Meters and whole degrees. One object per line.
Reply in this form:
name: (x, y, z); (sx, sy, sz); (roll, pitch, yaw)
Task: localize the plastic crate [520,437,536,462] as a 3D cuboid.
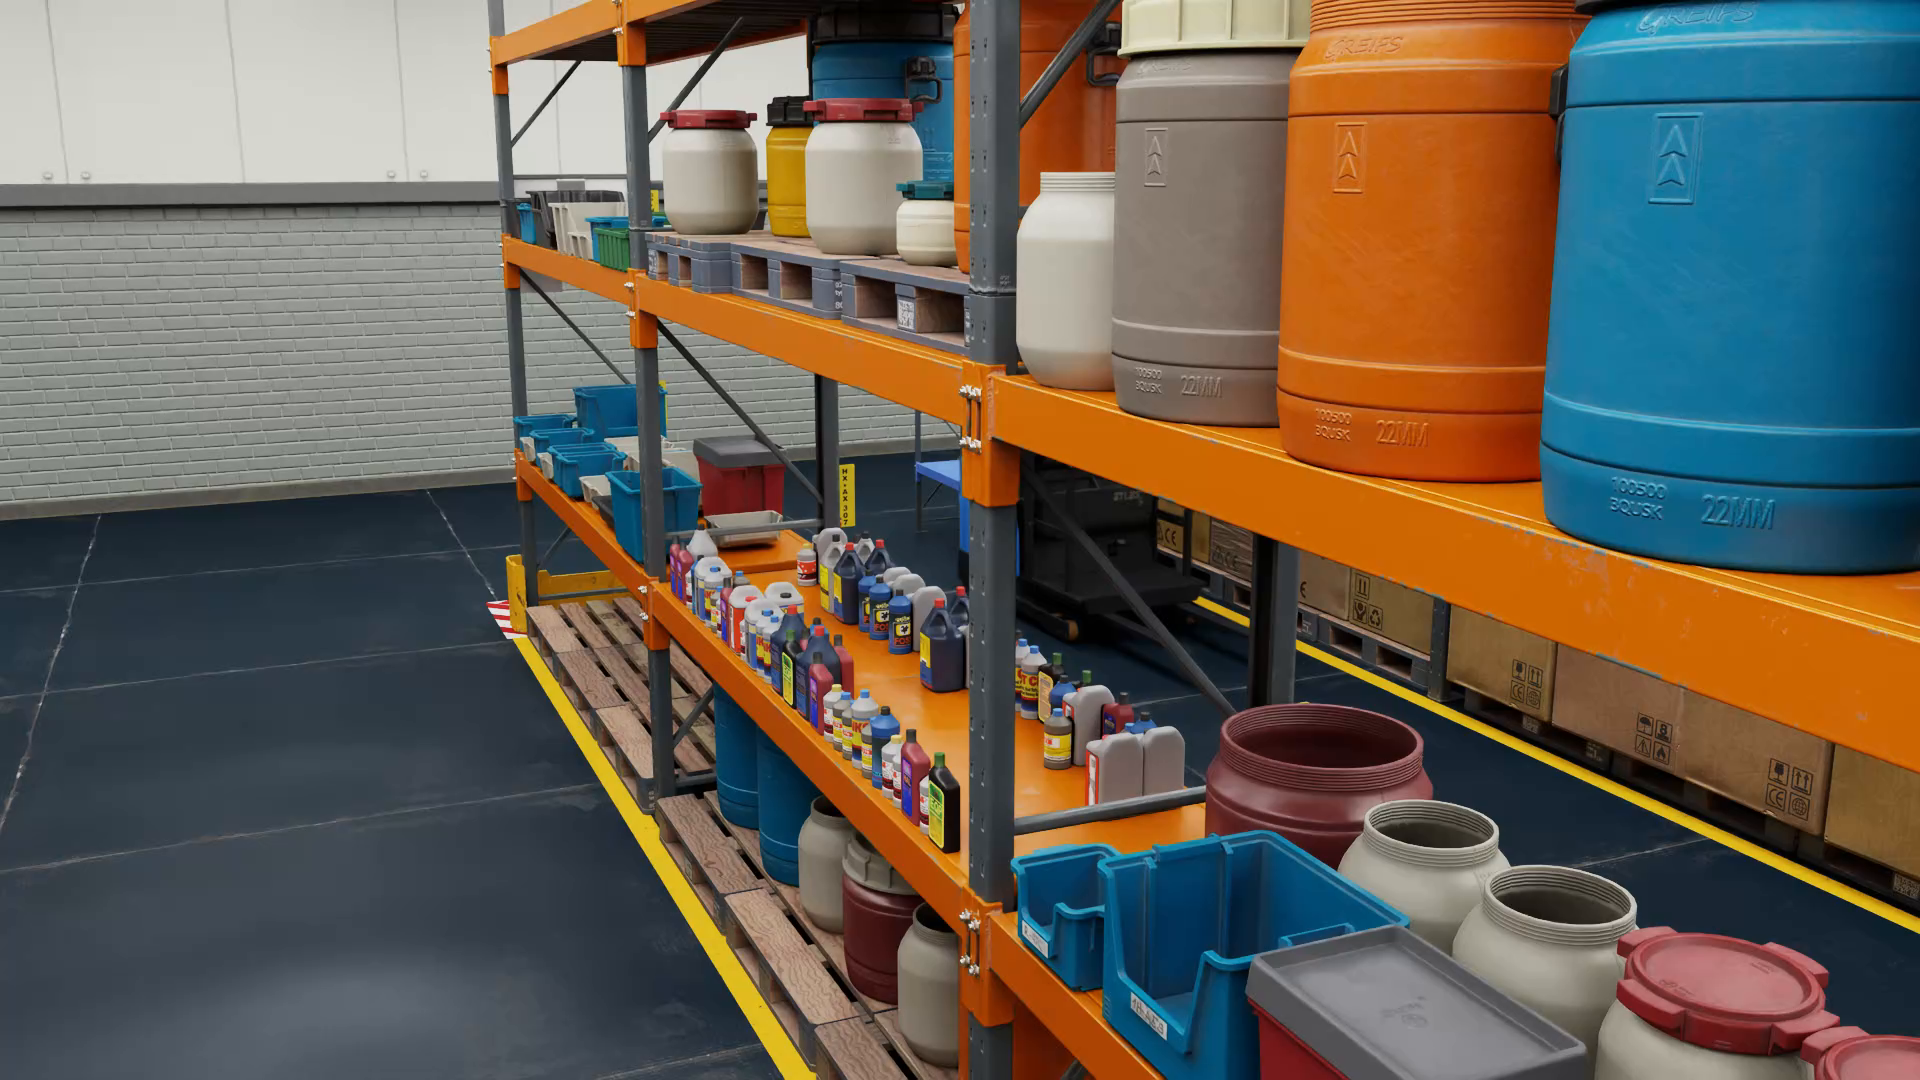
plastic crate: (-2.849, -0.617, 11.335); (0.250, 0.136, 0.298); (-6, 14, -23)

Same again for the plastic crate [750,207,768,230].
plastic crate: (-1.343, -1.723, 9.301); (0.497, 0.269, 0.590); (-6, 14, -23)

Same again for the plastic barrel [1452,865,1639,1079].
plastic barrel: (1.282, 1.008, 3.614); (0.421, 0.512, 0.421); (0, 13, 0)

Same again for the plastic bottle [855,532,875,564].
plastic bottle: (-0.429, 0.140, 7.721); (0.144, 0.351, 0.185); (-6, 14, -23)

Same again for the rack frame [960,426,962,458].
rack frame: (0.238, -0.608, 14.171); (0.500, 1.500, 0.032); (-6, 14, -23)

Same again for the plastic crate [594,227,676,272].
plastic crate: (-1.543, -1.463, 8.355); (0.450, 0.188, 0.662); (-6, 14, -23)

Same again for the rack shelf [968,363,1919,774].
rack shelf: (1.307, 0.084, 2.796); (1.077, 0.370, 4.000); (-6, 14, -23)

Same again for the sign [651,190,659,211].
sign: (-2.201, -2.334, 11.882); (0.100, 0.325, 0.005); (-6, 14, -23)

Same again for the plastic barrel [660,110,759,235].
plastic barrel: (-1.115, -1.645, 7.440); (0.433, 0.535, 0.433); (0, 13, 0)

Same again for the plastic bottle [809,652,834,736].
plastic bottle: (-0.505, 0.558, 6.066); (0.061, 0.283, 0.133); (-6, 14, -23)

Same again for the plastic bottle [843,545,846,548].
plastic bottle: (-0.571, 0.126, 8.113); (0.097, 0.201, 0.097); (0, 13, 0)

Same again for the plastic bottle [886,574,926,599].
plastic bottle: (-0.240, 0.276, 7.301); (0.152, 0.276, 0.135); (-6, 14, -23)

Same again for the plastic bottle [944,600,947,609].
plastic bottle: (-0.078, 0.381, 6.858); (0.097, 0.271, 0.097); (0, 13, 0)

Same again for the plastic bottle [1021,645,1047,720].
plastic bottle: (0.276, 0.529, 6.217); (0.097, 0.271, 0.097); (0, 13, 0)

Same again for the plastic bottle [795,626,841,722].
plastic bottle: (-0.531, 0.488, 6.217); (0.144, 0.351, 0.185); (-6, 14, -23)

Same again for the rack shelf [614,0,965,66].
rack shelf: (-0.295, -2.008, 6.073); (1.077, 0.370, 4.000); (-6, 14, -23)

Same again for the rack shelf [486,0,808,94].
rack shelf: (-1.898, -2.835, 9.644); (1.077, 0.370, 4.000); (-6, 14, -23)

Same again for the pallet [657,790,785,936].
pallet: (-0.826, 1.477, 8.018); (1.003, 0.211, 1.213); (-6, 14, -23)

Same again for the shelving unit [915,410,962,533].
shelving unit: (0.034, -0.713, 14.625); (0.538, 1.500, 1.048); (-6, 14, -23)

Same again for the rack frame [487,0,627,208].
rack frame: (-2.699, -3.793, 11.303); (1.000, 3.000, 0.127); (-6, 14, -23)

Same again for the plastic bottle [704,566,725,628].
plastic bottle: (-1.092, 0.251, 7.420); (0.097, 0.271, 0.097); (0, 13, 0)

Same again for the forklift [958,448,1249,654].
forklift: (1.090, -0.817, 11.901); (1.130, 2.935, 3.031); (-6, 14, -26)

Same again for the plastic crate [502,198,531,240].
plastic crate: (-2.800, -2.164, 11.203); (0.497, 0.269, 0.590); (-6, 14, -23)

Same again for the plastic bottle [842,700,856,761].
plastic bottle: (-0.364, 0.660, 5.806); (0.097, 0.201, 0.097); (0, 13, 0)

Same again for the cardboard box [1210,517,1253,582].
cardboard box: (2.534, -0.174, 12.752); (0.875, 0.875, 0.875); (-6, 14, -23)

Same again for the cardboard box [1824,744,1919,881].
cardboard box: (4.787, 1.021, 7.587); (1.225, 0.875, 0.875); (-6, 14, -26)

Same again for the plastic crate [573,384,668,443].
plastic crate: (-2.394, -0.865, 11.743); (0.616, 0.435, 0.499); (-6, 14, -23)

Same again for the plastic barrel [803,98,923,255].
plastic barrel: (-0.343, -1.303, 5.961); (0.433, 0.535, 0.433); (0, 13, 0)

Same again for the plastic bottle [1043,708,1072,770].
plastic bottle: (0.336, 0.680, 5.721); (0.097, 0.201, 0.097); (0, 13, 0)

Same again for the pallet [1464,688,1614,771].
pallet: (3.820, 1.020, 9.997); (1.003, 0.211, 1.213); (-6, 14, -23)

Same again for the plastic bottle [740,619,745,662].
plastic bottle: (-0.868, 0.400, 6.928); (0.097, 0.201, 0.097); (0, 13, 0)

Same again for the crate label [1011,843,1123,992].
crate label: (0.331, 0.985, 4.335); (0.303, 0.233, 0.416); (-6, 14, -23)

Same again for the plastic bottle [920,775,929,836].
plastic bottle: (-0.077, 0.808, 5.165); (0.097, 0.201, 0.097); (0, 13, 0)

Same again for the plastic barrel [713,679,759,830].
plastic barrel: (-0.894, 0.887, 8.106); (0.600, 0.901, 0.708); (-6, 14, -23)

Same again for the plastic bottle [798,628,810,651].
plastic bottle: (-0.577, 0.487, 6.374); (0.061, 0.283, 0.133); (-6, 14, -23)

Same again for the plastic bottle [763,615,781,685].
plastic bottle: (-0.736, 0.434, 6.627); (0.097, 0.271, 0.097); (0, 13, 0)

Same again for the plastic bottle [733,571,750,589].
plastic bottle: (-1.007, 0.243, 7.608); (0.097, 0.201, 0.097); (0, 13, 0)

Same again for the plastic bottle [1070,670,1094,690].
plastic bottle: (0.431, 0.593, 5.914); (0.061, 0.283, 0.133); (-6, 14, -23)

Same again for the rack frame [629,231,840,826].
rack frame: (-1.097, -0.044, 8.409); (1.000, 3.000, 0.127); (-6, 14, -23)

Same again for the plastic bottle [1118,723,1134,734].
plastic bottle: (0.568, 0.714, 5.574); (0.097, 0.201, 0.097); (0, 13, 0)

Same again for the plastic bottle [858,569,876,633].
plastic bottle: (-0.401, 0.265, 7.356); (0.097, 0.271, 0.097); (0, 13, 0)

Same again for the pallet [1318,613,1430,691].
pallet: (3.209, 0.703, 11.365); (1.003, 0.211, 1.213); (-6, 14, -23)

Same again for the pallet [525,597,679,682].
pallet: (-2.404, 0.662, 11.542); (1.003, 0.211, 1.213); (-6, 14, -23)

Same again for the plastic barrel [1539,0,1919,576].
plastic barrel: (1.181, -0.453, 2.410); (0.600, 0.901, 0.708); (-6, 14, -23)

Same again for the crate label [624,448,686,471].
crate label: (-1.970, -0.503, 10.842); (0.396, 0.136, 0.243); (-6, 14, -23)

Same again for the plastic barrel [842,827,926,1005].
plastic barrel: (-0.158, 1.420, 6.501); (0.600, 0.588, 0.708); (-6, 14, -23)

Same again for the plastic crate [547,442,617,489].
plastic crate: (-2.374, -0.466, 10.467); (0.416, 0.233, 0.300); (-6, 14, -23)

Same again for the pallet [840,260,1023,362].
pallet: (0.289, -0.754, 5.242); (1.003, 0.211, 1.213); (-6, 14, -23)

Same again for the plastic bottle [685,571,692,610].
plastic bottle: (-1.224, 0.217, 7.722); (0.097, 0.201, 0.097); (0, 13, 0)

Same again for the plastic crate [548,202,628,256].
plastic crate: (-2.094, -1.789, 9.556); (0.437, 0.282, 0.530); (-6, 14, -23)

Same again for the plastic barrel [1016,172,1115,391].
plastic barrel: (0.349, -0.642, 4.090); (0.421, 0.512, 0.421); (0, 13, 0)

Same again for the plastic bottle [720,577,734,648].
plastic bottle: (-0.985, 0.310, 7.135); (0.061, 0.283, 0.133); (-6, 14, -23)

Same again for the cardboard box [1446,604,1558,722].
cardboard box: (3.716, 0.469, 9.970); (1.225, 0.875, 0.875); (-6, 14, -23)

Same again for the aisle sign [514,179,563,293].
aisle sign: (-3.000, -2.125, 11.635); (0.394, 0.787, 0.004); (-6, 14, -23)

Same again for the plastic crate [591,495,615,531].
plastic crate: (-1.791, -0.146, 9.327); (0.437, 0.125, 0.590); (-6, 14, -23)

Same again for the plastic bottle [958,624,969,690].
plastic bottle: (0.073, 0.437, 6.602); (0.152, 0.276, 0.135); (-6, 14, -23)

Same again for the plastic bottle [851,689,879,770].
plastic bottle: (-0.325, 0.646, 5.711); (0.097, 0.271, 0.097); (0, 13, 0)

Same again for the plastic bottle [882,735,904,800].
plastic bottle: (-0.208, 0.741, 5.458); (0.097, 0.201, 0.097); (0, 13, 0)
